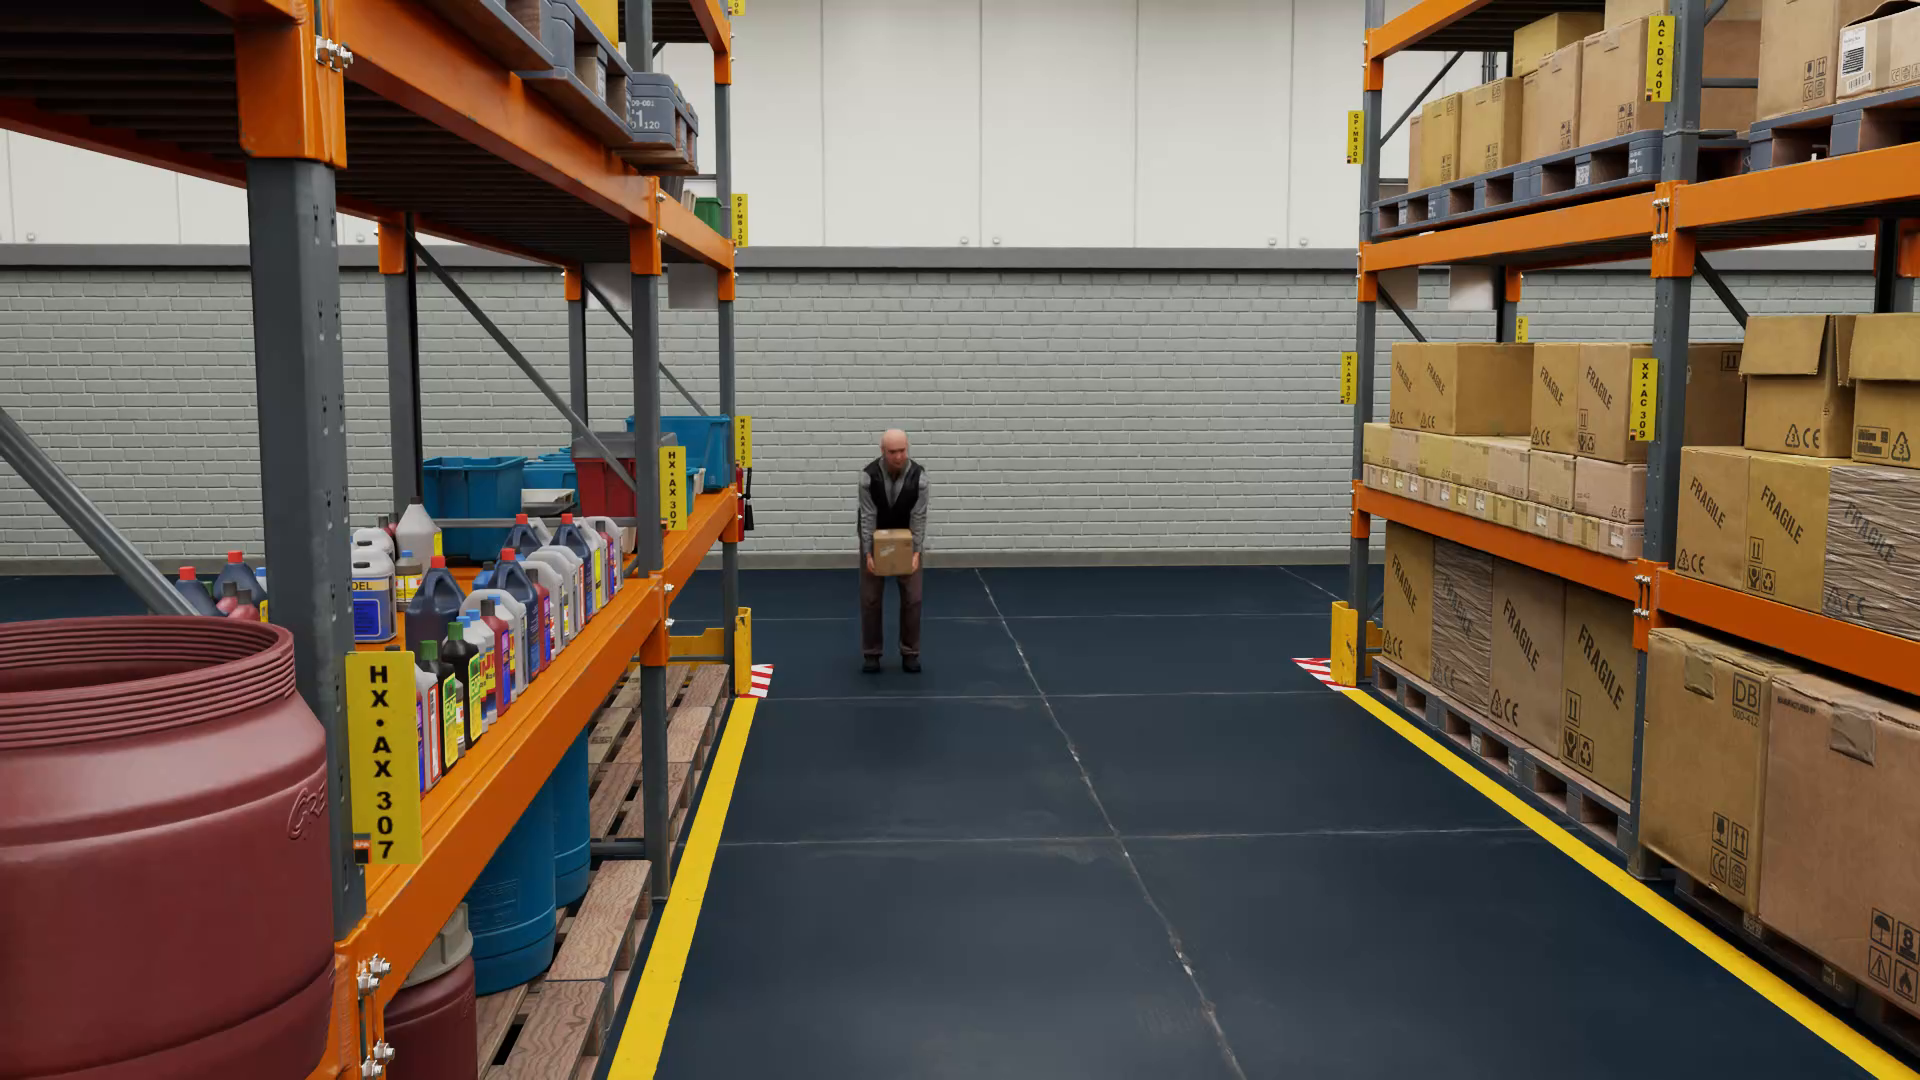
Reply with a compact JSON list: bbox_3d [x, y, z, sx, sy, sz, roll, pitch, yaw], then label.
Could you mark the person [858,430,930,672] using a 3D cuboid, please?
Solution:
[{"bbox_3d":[-0.444,0.073,11.106,0.472,1.640,0.614,-1,7,-5],"label":"person"}]
